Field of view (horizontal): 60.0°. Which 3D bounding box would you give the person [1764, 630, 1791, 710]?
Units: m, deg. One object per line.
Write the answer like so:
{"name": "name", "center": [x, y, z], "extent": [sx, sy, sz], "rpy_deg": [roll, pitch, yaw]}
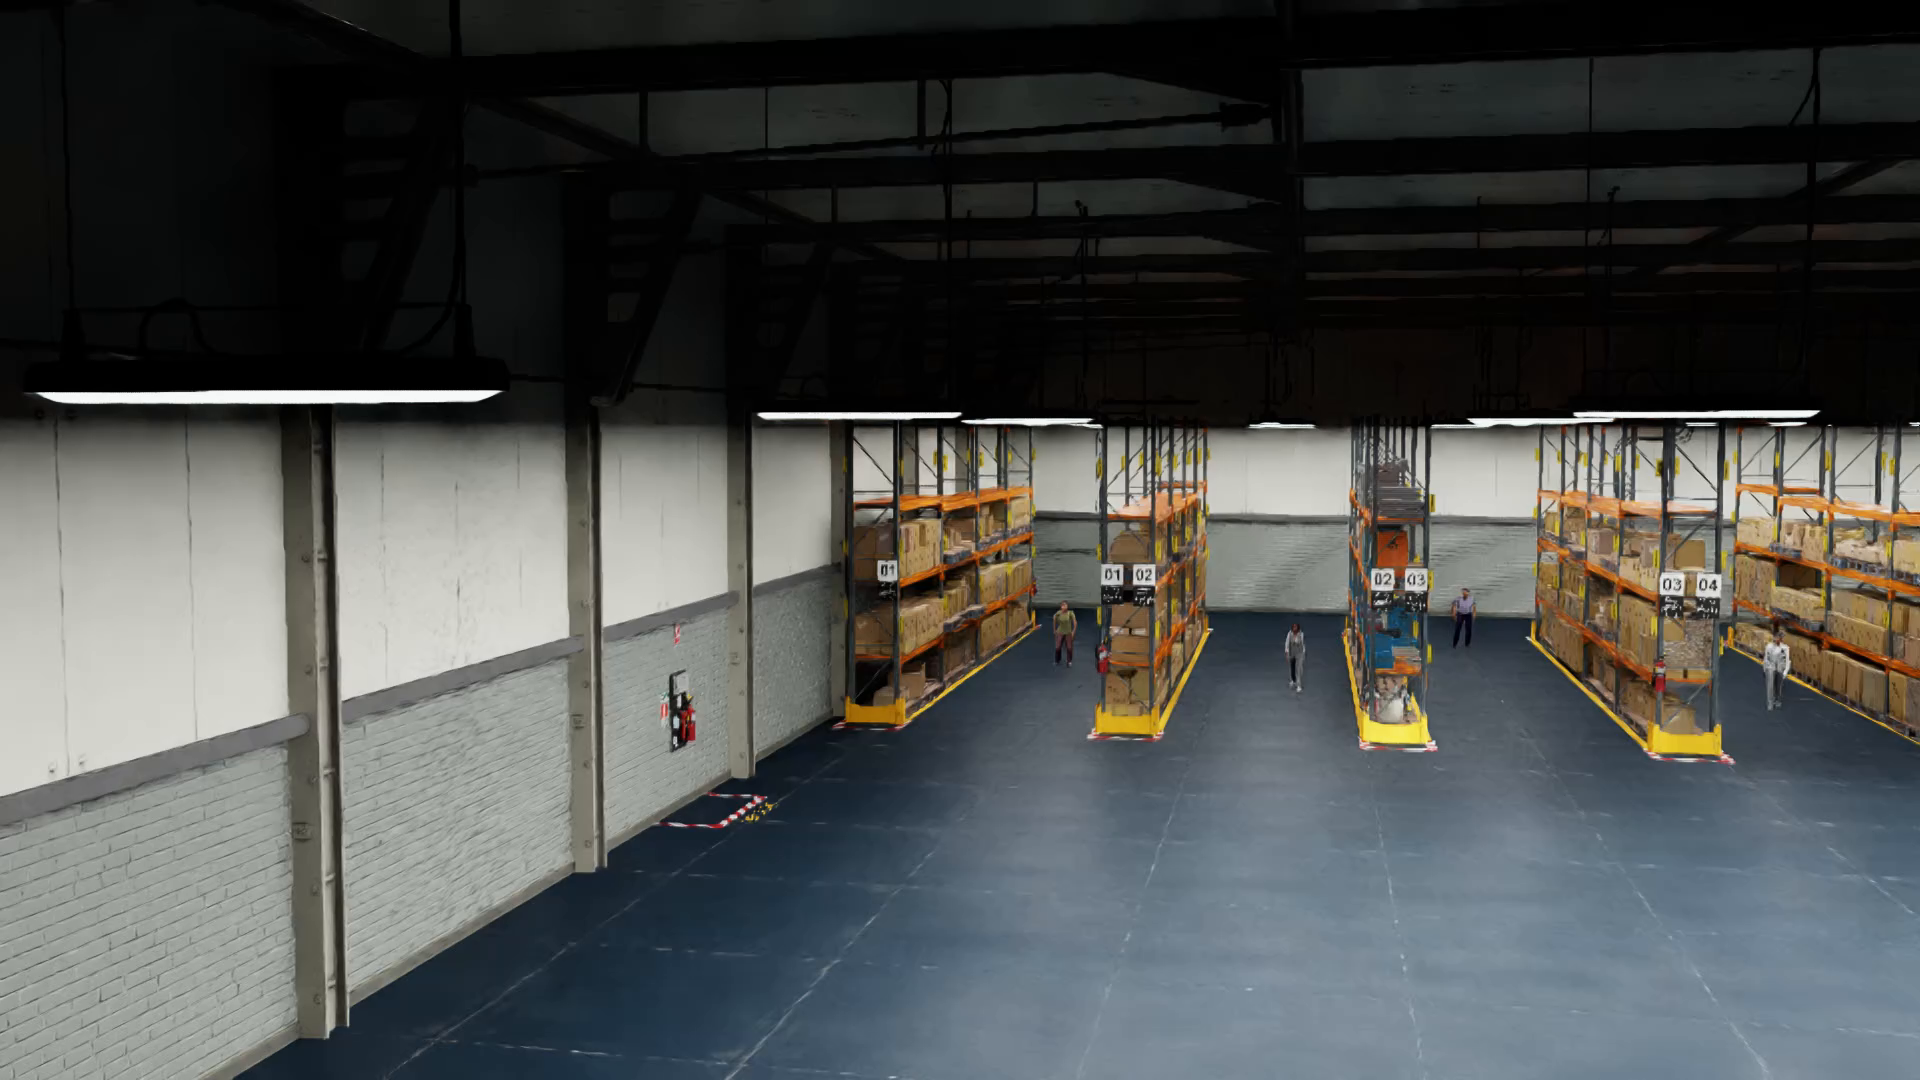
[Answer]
{"name": "person", "center": [16.661, 2.636, 33.905], "extent": [0.481, 1.621, 0.989], "rpy_deg": [1, 4, 20]}

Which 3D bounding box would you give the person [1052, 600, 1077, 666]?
{"name": "person", "center": [2.531, 2.243, 40.230], "extent": [0.598, 1.619, 0.507], "rpy_deg": [1, 4, 9]}

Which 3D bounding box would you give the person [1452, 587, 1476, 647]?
{"name": "person", "center": [13.235, 2.026, 43.682], "extent": [0.625, 1.596, 0.517], "rpy_deg": [1, 4, 10]}

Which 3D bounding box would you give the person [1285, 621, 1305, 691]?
{"name": "person", "center": [7.340, 2.522, 36.458], "extent": [0.417, 1.517, 1.037], "rpy_deg": [1, 4, 14]}
